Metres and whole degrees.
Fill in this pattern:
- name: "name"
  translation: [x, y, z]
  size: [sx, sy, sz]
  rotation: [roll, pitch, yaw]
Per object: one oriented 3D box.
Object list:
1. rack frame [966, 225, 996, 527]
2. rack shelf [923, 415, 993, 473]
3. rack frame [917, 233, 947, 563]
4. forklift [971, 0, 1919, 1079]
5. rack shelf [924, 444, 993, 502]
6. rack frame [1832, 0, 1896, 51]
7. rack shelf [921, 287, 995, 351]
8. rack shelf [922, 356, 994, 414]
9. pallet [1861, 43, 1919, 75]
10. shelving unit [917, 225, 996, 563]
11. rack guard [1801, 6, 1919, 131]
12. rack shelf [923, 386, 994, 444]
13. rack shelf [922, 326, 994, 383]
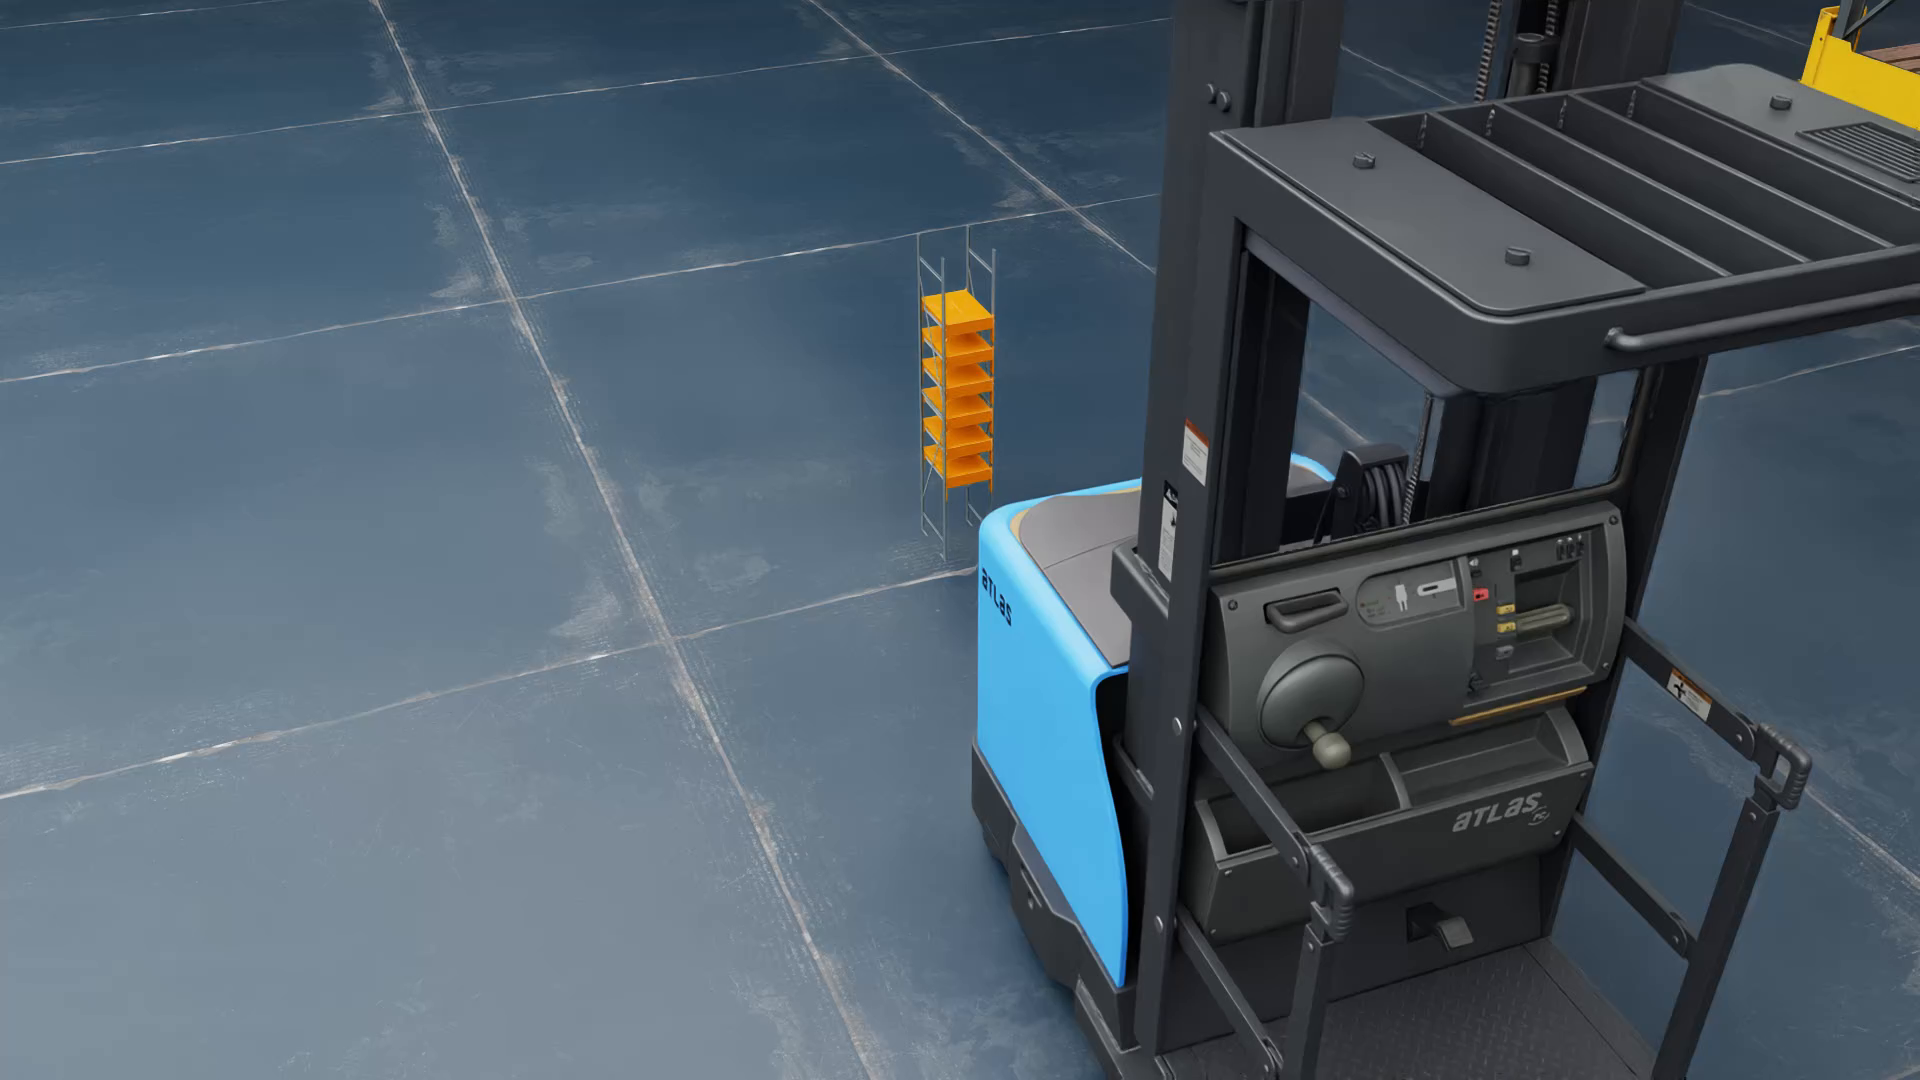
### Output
- name: "rack frame"
  translation: [0.071, -0.519, 5.948]
  size: [0.006, 1.200, 0.240]
  rotation: [-13, 35, -19]
- name: "rack shelf"
  translation: [-0.013, -0.362, 6.008]
  size: [0.180, 0.103, 0.258]
  rotation: [-13, 35, -19]
- name: "rack frame"
  translation: [-0.098, -0.481, 5.888]
  size: [0.006, 1.200, 0.240]
  rotation: [-13, 35, -19]
- name: "forklift"
  translation: [1.018, 0.251, 3.177]
  size: [1.130, 2.935, 3.031]
  rotation: [-11, 35, -17]
- name: "rack shelf"
  translation: [-0.013, -0.261, 6.073]
  size: [0.180, 0.103, 0.258]
  rotation: [-13, 35, -19]
- name: "rack frame"
  translation: [5.722, -3.880, 9.463]
  size: [0.127, 3.000, 1.000]
  rotation: [-13, 35, -19]
- name: "rack shelf"
  translation: [-0.013, -0.764, 5.746]
  size: [0.180, 0.103, 0.258]
  rotation: [-13, 35, -19]
- name: "rack shelf"
  translation: [-0.013, -0.563, 5.877]
  size: [0.180, 0.103, 0.258]
  rotation: [-13, 35, -19]
- name: "pallet"
  translation: [6.525, -2.920, 10.544]
  size: [1.213, 0.211, 1.003]
  rotation: [-13, 35, -19]
- name: "shelving unit"
  translation: [-0.013, -0.500, 5.918]
  size: [0.189, 1.200, 0.258]
  rotation: [-13, 35, -19]
- name: "rack guard"
  translation: [5.774, -2.872, 10.206]
  size: [0.348, 0.500, 1.175]
  rotation: [-13, 35, -19]
- name: "rack shelf"
  translation: [-0.013, -0.463, 5.942]
  size: [0.180, 0.103, 0.258]
  rotation: [-13, 35, -19]
- name: "rack shelf"
  translation: [-0.013, -0.664, 5.811]
  size: [0.180, 0.103, 0.258]
  rotation: [-13, 35, -19]
